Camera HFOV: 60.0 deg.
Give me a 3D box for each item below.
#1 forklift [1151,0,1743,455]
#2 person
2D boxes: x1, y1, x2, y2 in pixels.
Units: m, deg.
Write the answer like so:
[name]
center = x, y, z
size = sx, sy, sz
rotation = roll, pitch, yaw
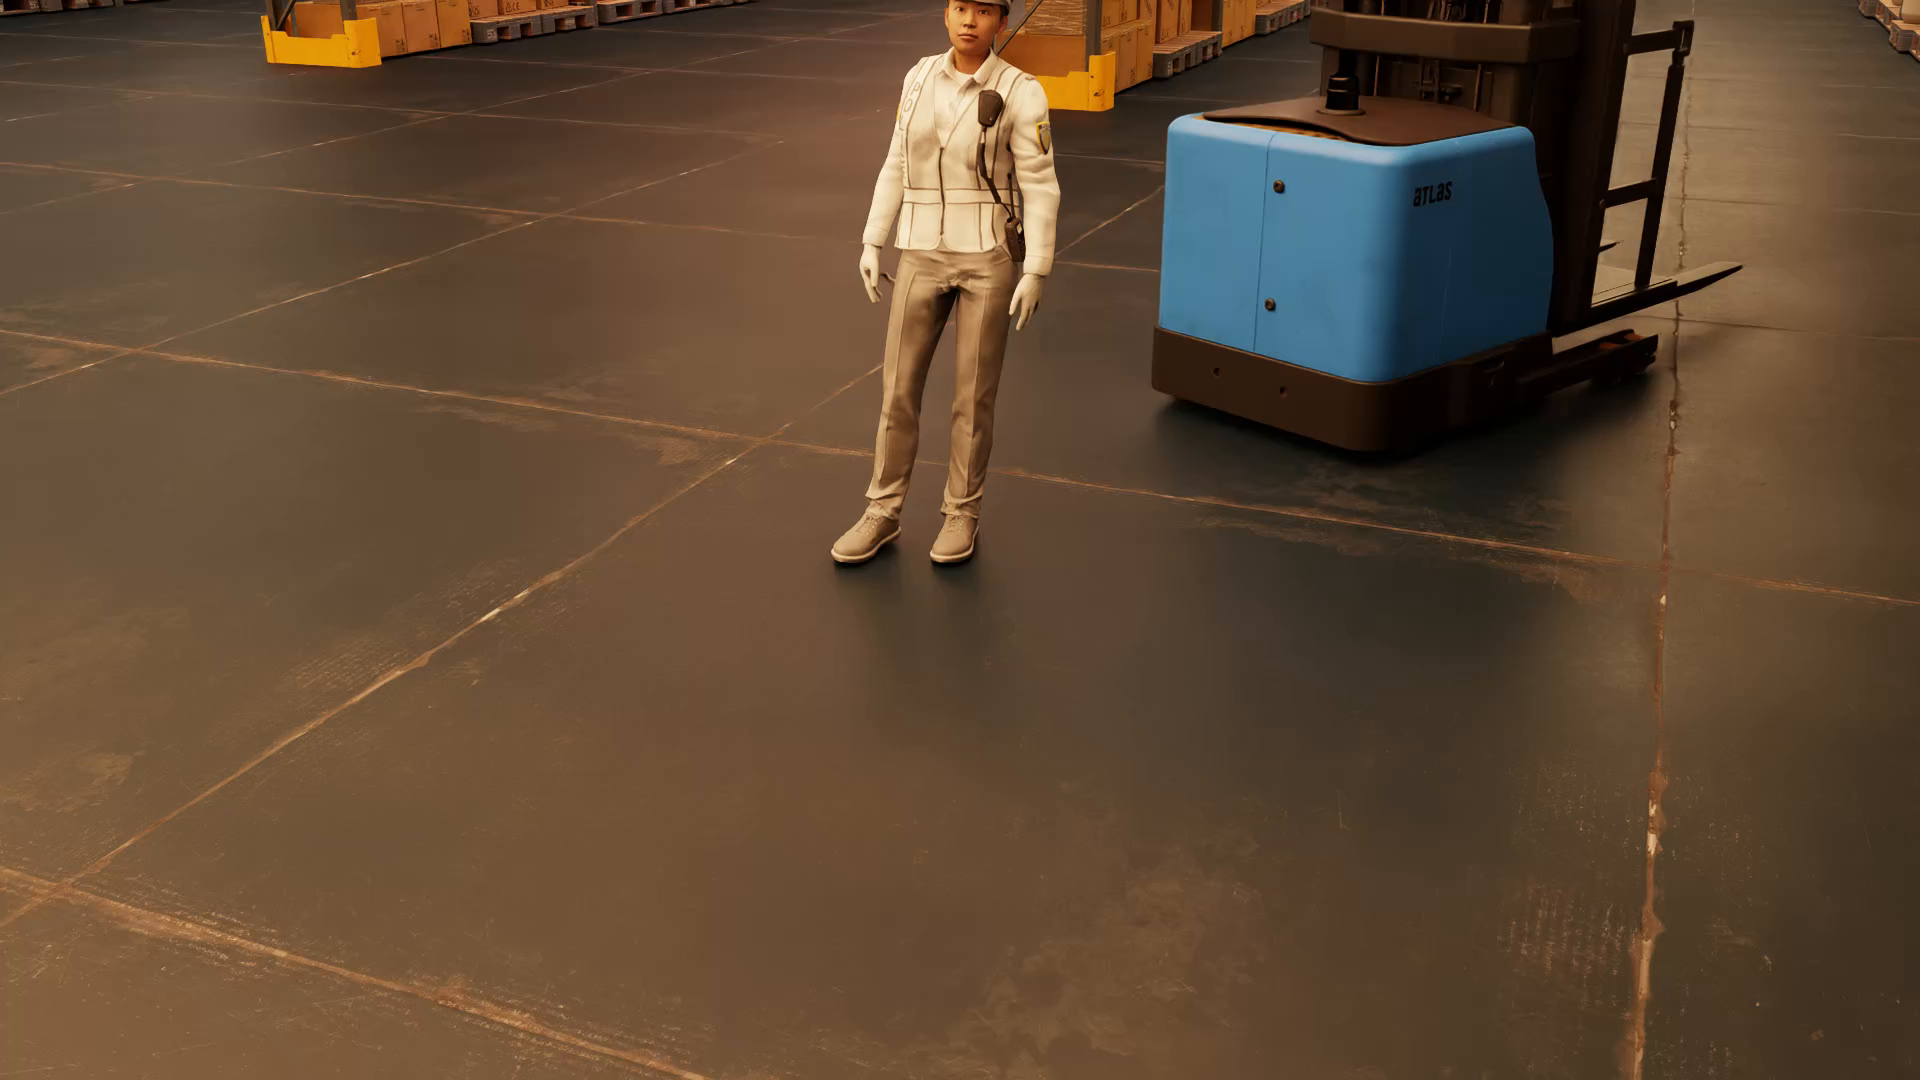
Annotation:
[forklift]
center = 2.168, -2.102, 6.321
size = 3.031, 2.935, 1.130
rotation = -19, 29, -37
[person]
center = -0.032, -0.765, 4.708
size = 0.587, 1.696, 0.534
rotation = 9, 24, 21
